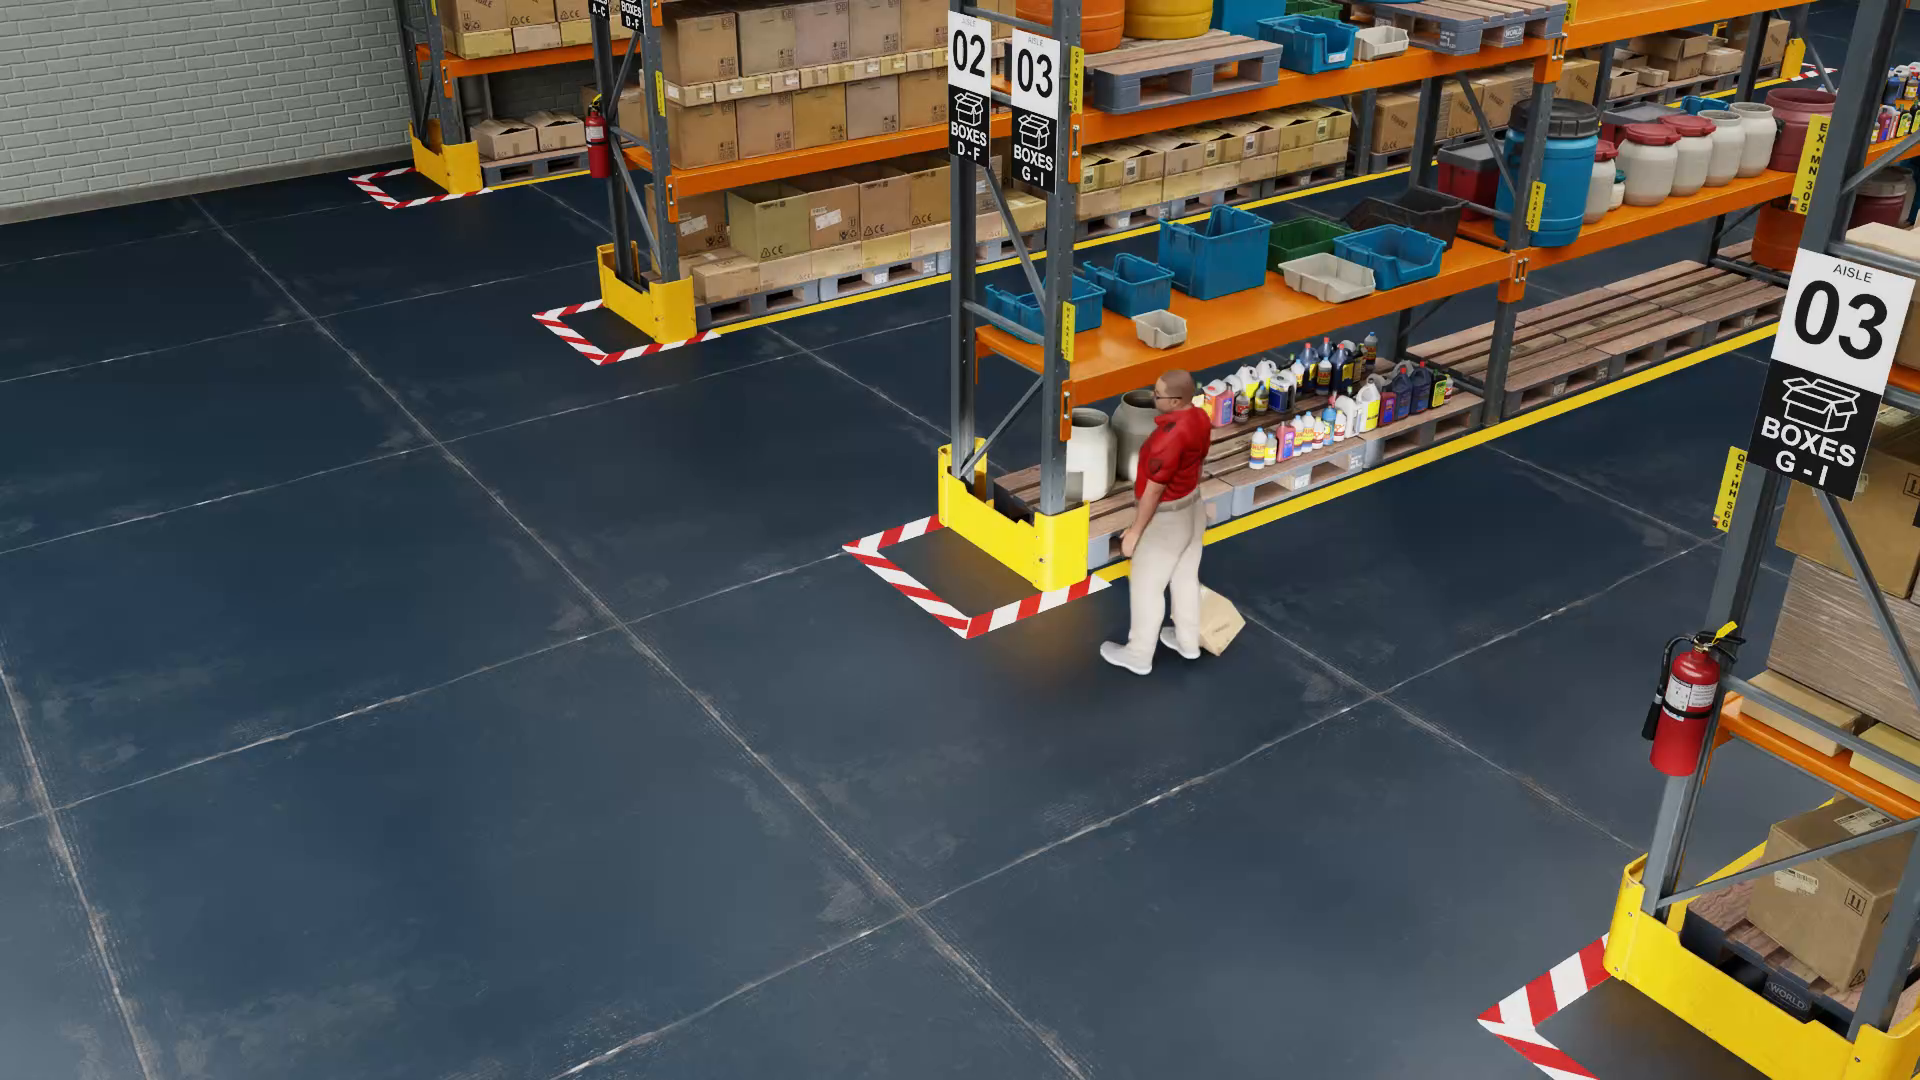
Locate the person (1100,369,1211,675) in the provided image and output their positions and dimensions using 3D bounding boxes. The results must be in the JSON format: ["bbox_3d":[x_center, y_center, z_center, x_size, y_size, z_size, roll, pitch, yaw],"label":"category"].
[{"bbox_3d":[1.054,-0.078,8.819,0.475,1.656,0.581,17,33,29],"label":"person"}]
